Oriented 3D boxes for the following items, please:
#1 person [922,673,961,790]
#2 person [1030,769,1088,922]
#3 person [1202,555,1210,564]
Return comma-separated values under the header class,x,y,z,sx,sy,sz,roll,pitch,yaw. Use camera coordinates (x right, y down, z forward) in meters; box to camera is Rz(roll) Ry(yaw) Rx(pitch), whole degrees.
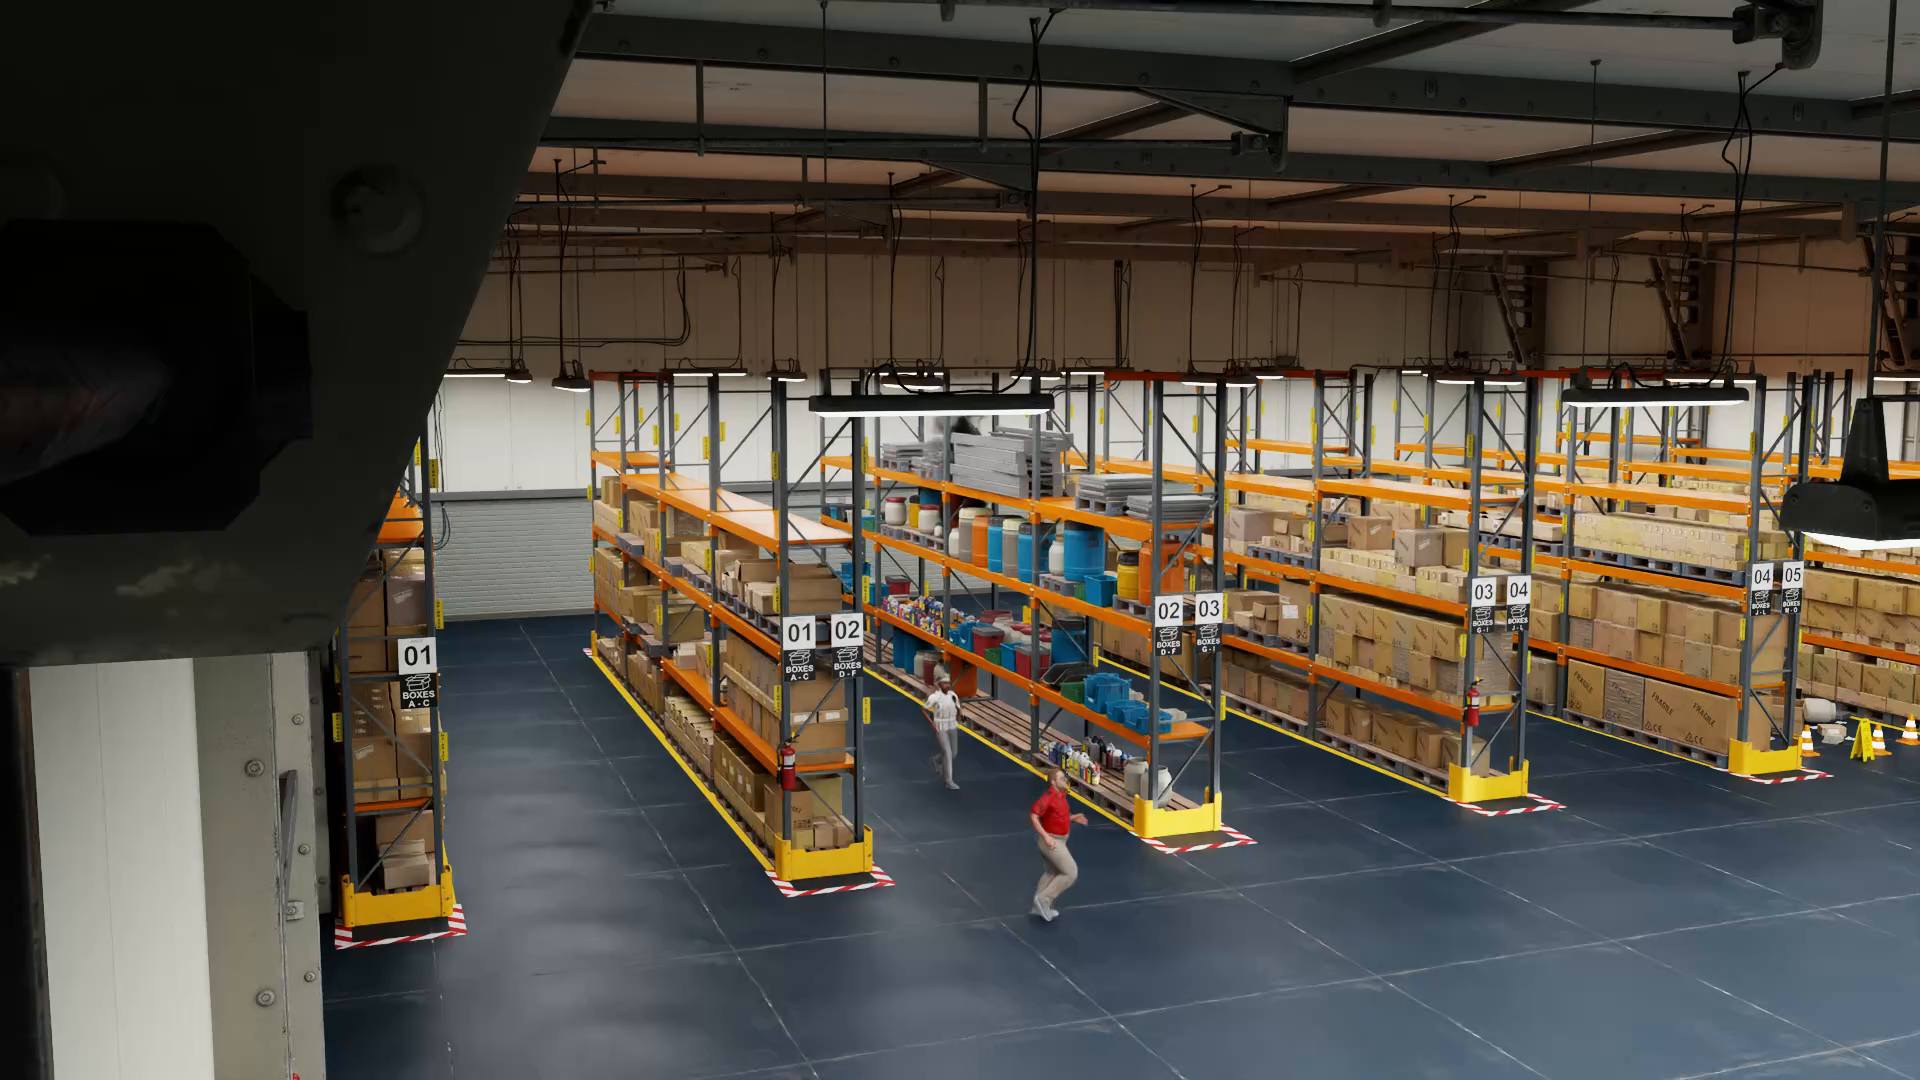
class,x,y,z,sx,sy,sz,roll,pitch,yaw
person,-0.236,2.777,24.436,0.588,1.663,0.815,-4,7,-31
person,1.111,3.410,18.671,0.647,1.711,0.638,1,6,9
person,5.944,0.980,40.844,0.792,1.651,0.601,-4,7,-29
